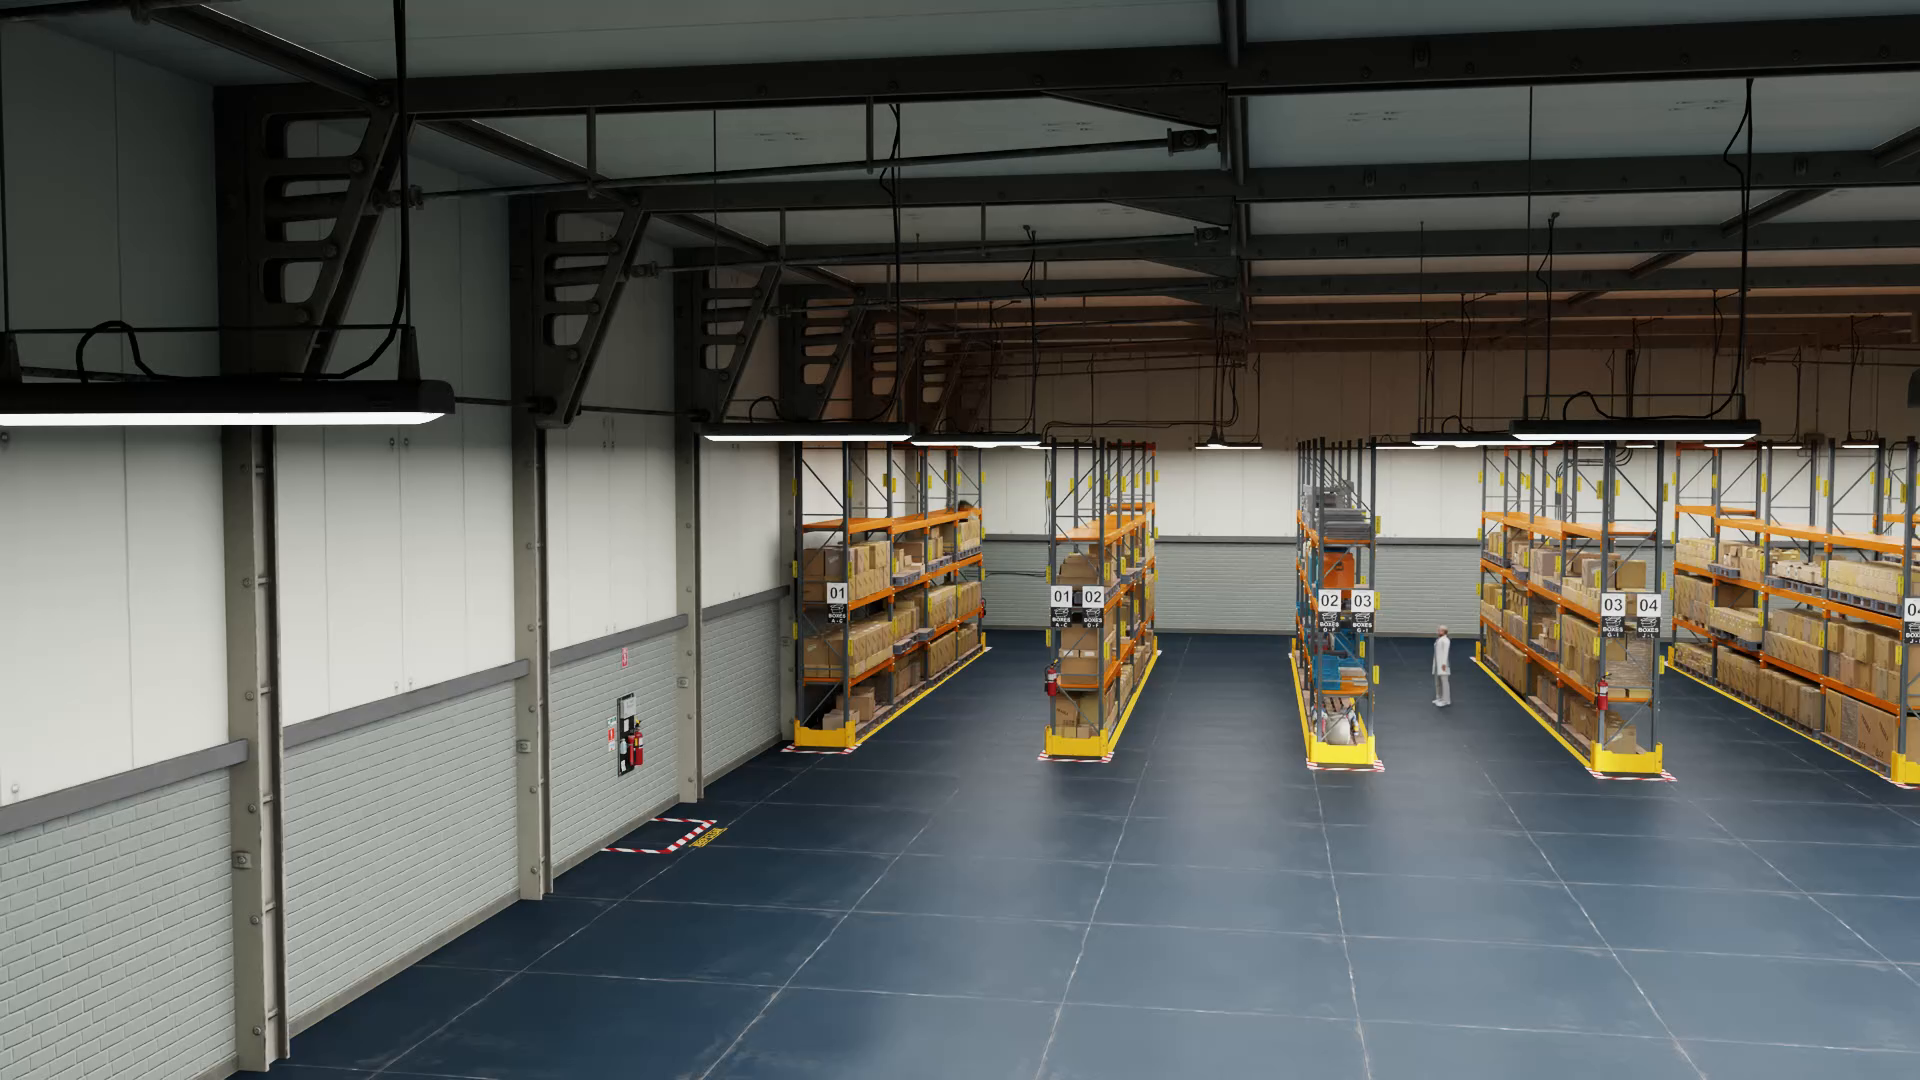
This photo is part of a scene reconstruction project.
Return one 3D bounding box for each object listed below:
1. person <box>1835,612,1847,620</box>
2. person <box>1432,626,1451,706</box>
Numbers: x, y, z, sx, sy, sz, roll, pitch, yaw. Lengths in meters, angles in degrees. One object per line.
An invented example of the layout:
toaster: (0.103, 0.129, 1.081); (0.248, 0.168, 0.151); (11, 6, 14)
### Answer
person: (22.431, 2.640, 42.580); (0.906, 1.626, 0.486); (-1, 3, -17)
person: (10.904, 2.836, 37.751); (0.453, 1.788, 0.588); (-1, 3, -12)
